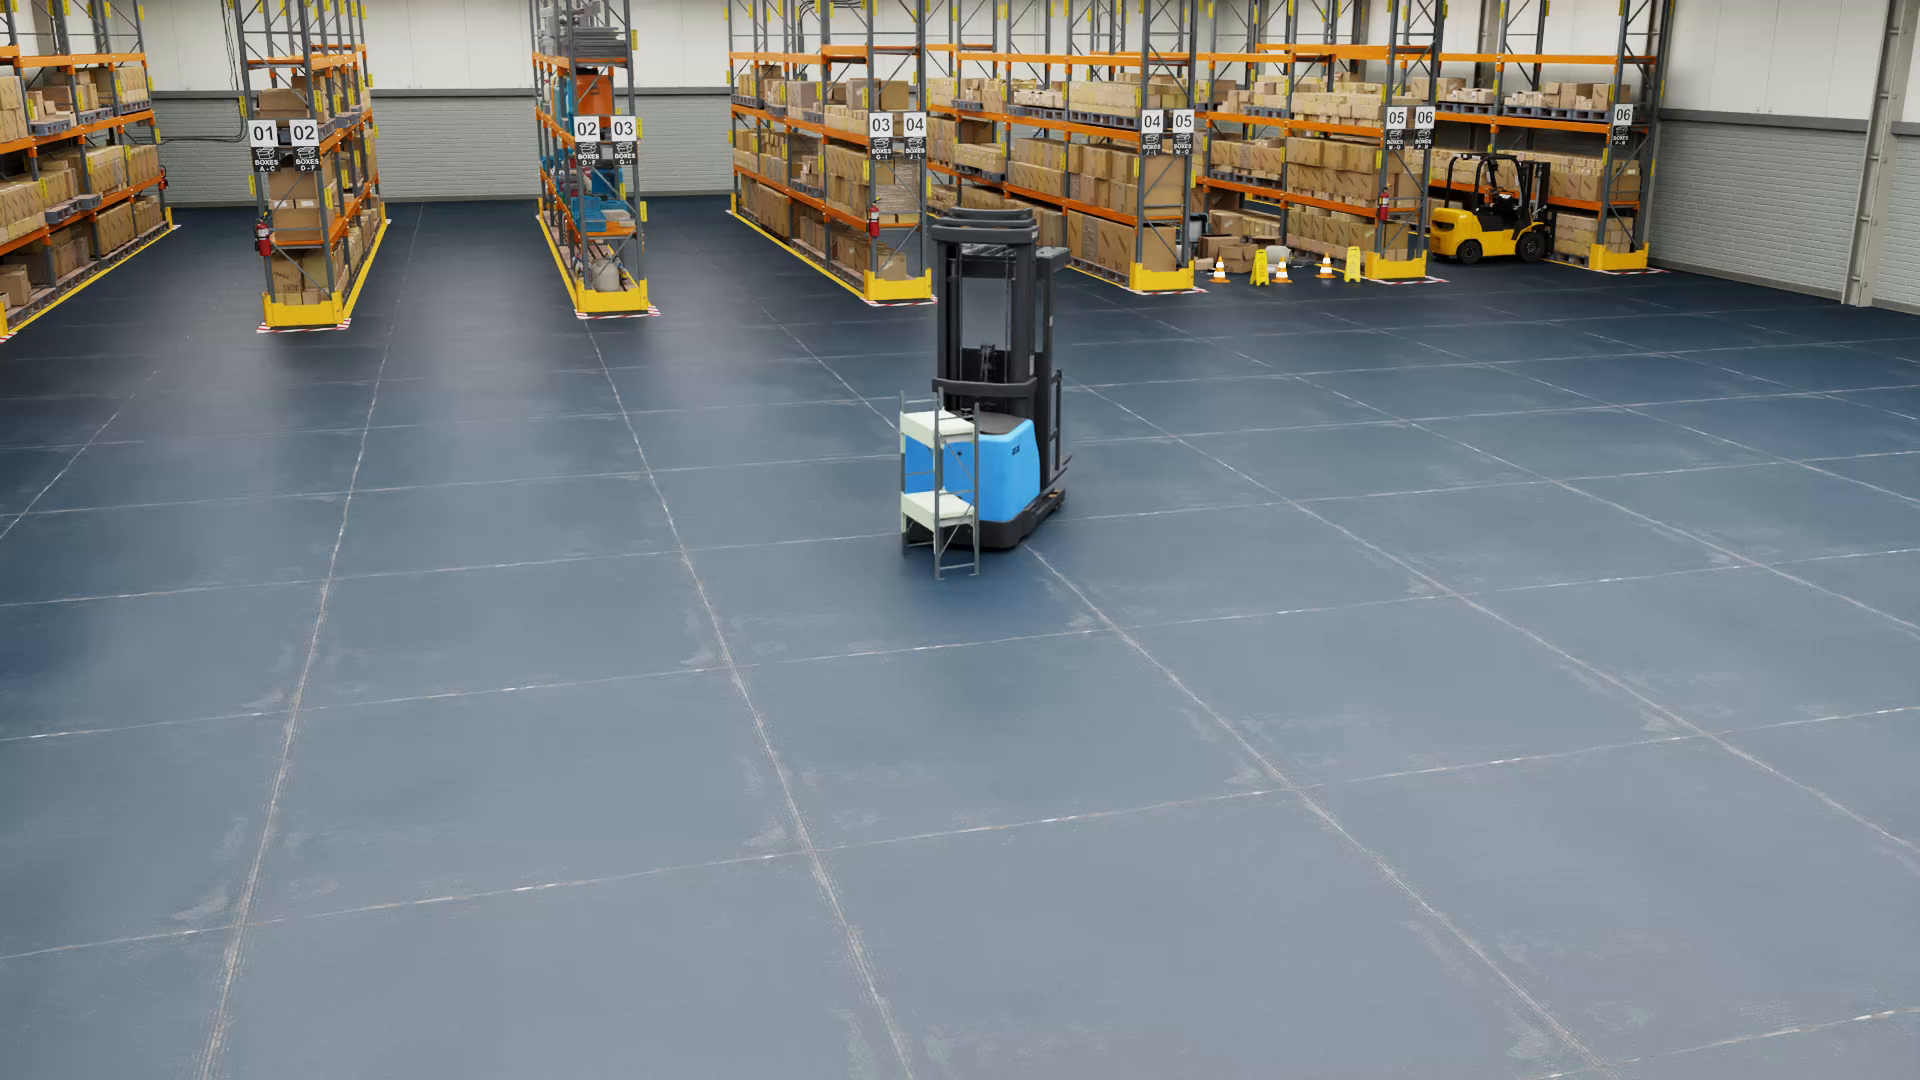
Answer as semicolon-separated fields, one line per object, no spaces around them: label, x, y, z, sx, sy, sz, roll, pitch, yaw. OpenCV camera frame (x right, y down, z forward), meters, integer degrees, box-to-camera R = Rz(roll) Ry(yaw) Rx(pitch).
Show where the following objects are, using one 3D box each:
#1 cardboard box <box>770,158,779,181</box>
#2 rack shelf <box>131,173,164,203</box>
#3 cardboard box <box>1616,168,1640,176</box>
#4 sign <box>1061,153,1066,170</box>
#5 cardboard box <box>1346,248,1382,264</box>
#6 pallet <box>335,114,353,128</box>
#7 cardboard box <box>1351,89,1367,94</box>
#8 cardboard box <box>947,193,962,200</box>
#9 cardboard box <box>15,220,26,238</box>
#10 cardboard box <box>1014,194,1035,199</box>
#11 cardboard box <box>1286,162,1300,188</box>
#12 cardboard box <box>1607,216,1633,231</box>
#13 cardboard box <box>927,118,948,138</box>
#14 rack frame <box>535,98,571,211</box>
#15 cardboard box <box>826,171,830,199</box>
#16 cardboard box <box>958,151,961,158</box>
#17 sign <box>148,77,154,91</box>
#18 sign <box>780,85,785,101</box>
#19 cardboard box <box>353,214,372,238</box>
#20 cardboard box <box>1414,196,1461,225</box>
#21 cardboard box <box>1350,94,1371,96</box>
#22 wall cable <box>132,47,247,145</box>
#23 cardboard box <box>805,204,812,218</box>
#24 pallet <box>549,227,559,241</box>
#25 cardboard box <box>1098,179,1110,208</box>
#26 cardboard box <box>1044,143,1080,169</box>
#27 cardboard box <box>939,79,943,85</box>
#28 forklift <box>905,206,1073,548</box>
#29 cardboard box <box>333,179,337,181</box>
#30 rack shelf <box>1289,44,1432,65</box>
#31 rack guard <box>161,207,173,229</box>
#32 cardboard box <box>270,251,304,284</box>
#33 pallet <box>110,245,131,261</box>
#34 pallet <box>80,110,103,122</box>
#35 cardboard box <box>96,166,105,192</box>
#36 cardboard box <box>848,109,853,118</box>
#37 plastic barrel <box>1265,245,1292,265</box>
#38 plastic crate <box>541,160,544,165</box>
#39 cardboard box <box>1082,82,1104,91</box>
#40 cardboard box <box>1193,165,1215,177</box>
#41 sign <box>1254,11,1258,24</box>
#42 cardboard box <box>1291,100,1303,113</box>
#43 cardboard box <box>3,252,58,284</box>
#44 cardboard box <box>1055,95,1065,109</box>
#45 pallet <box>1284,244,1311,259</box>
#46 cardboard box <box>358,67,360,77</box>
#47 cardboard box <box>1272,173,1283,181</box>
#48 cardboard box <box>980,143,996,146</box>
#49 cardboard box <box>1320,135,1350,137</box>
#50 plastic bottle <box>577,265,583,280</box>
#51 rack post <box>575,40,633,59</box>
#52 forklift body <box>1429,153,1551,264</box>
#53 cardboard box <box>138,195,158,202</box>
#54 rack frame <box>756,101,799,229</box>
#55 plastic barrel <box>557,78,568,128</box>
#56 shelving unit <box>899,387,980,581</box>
cardboard box;-4.071;-8.533;38.268;0.500;0.500;0.500;-4;17;-14
rack shelf;-19.218;-8.086;38.204;1.077;0.370;4.000;-5;17;-15
cardboard box;13.374;-7.382;33.311;0.380;0.149;0.250;-5;17;-17
sign;2.096;-7.674;33.709;0.100;0.325;0.005;-5;17;-15
cardboard box;7.959;-5.609;32.759;0.500;0.250;0.500;-5;17;-16
pallet;-12.224;-8.020;31.848;1.003;0.211;1.213;-4;17;-13
cardboard box;10.067;-11.257;41.830;0.380;0.149;0.250;-4;17;-14
cardboard box;-0.115;-8.750;42.358;0.380;0.149;0.250;-5;17;-16
cardboard box;-15.627;-5.079;27.172;0.500;0.250;0.500;-5;17;-15
cardboard box;1.559;-7.883;38.589;0.500;0.250;0.500;-6;18;-18
cardboard box;7.200;-7.669;34.876;0.500;0.500;0.500;-5;17;-15
cardboard box;13.267;-6.420;33.722;0.500;0.250;0.500;-5;17;-16
cardboard box;-0.548;-10.762;43.434;0.500;0.500;0.500;-5;17;-16
rack frame;-10.242;-9.767;42.550;1.000;3.000;0.127;-5;17;-15
cardboard box;-2.117;-6.900;32.315;0.875;0.500;0.500;-5;17;-15
cardboard box;0.156;-9.422;40.593;0.380;0.149;0.250;-5;17;-16
sign;-19.242;-10.845;39.525;0.100;0.325;0.005;-5;17;-15
sign;-3.817;-9.626;35.831;0.100;0.325;0.005;-5;17;-15
cardboard box;-13.230;-6.893;36.564;0.500;0.500;0.500;-4;17;-15
cardboard box;11.364;-7.832;39.508;0.875;0.625;0.625;-4;17;-13
cardboard box;8.065;-8.897;33.490;0.380;0.149;0.250;-4;17;-15
wall cable;-20.978;-11.962;44.828;3.097;2.526;0.112;-5;17;-15
cardboard box;-3.068;-7.135;36.066;0.500;0.250;0.500;-4;17;-13
pallet;-8.971;-7.108;38.546;1.003;0.211;1.213;-5;17;-15
cardboard box;3.178;-6.726;32.167;0.875;0.550;0.500;-5;17;-15
cardboard box;2.191;-8.149;35.252;0.700;0.500;0.500;-5;17;-15
cardboard box;-0.313;-11.632;42.244;0.380;0.149;0.250;-5;17;-16
forklift;0.402;-1.716;15.867;1.130;2.935;3.031;5;18;17
cardboard box;-12.330;-6.748;32.328;0.500;0.500;0.500;-6;18;-18
rack shelf;7.896;-9.596;32.811;1.077;0.370;4.000;-5;17;-15
rack guard;-19.774;-7.793;40.324;1.175;0.500;0.348;-5;17;-15
cardboard box;-11.331;-4.594;28.076;0.500;0.500;0.500;-5;17;-15
pallet;-18.045;-5.996;34.844;1.003;0.211;1.213;-5;17;-15
pallet;-18.107;-8.600;33.779;1.003;0.211;1.213;-4;17;-13
cardboard box;-17.591;-7.271;33.515;0.500;0.500;0.500;-4;17;-13
cardboard box;-1.809;-7.701;30.026;0.380;0.149;0.250;-6;18;-18
plastic barrel;6.423;-5.734;33.602;0.512;0.421;0.421;7;18;23
plastic crate;-10.129;-9.257;41.039;0.416;0.233;0.300;-5;17;-15
cardboard box;2.599;-8.812;32.305;0.380;0.149;0.250;-5;17;-16
cardboard box;5.859;-8.776;39.514;0.500;0.250;0.500;-5;18;-17
sign;8.299;-14.651;46.620;0.100;0.325;0.005;-5;17;-15
cardboard box;7.204;-8.986;34.482;0.500;0.250;0.500;-5;17;-16
cardboard box;-16.688;-4.880;29.862;0.700;0.500;0.500;-4;17;-13
cardboard box;2.267;-9.000;34.139;0.500;0.250;0.500;-5;17;-15
pallet;7.565;-6.104;35.204;1.003;0.211;1.213;-5;17;-15
cardboard box;-14.221;-10.652;38.371;0.700;0.500;0.500;-5;17;-15
cardboard box;6.940;-7.824;35.788;0.380;0.149;0.250;-4;17;-14
cardboard box;0.715;-9.686;40.954;0.380;0.149;0.250;-4;17;-13
cardboard box;9.838;-10.326;43.509;0.700;0.500;0.500;-4;17;-14
plastic bottle;-6.852;-4.831;30.088;0.152;0.276;0.135;-5;17;-17
rack post;-5.930;-8.194;27.755;0.937;0.300;0.954;-3;17;-9
forklift body;10.942;-6.883;34.426;2.313;2.155;1.214;-5;17;-15
cardboard box;-19.268;-8.091;39.460;0.380;0.149;0.250;-5;17;-16
rack frame;-4.380;-9.052;40.170;1.000;3.000;0.127;-5;17;-15
plastic barrel;-7.292;-8.248;31.407;0.600;0.901;0.708;-5;17;-15
shelving unit;-0.180;-0.490;14.273;0.431;1.500;0.755;-8;18;-24
